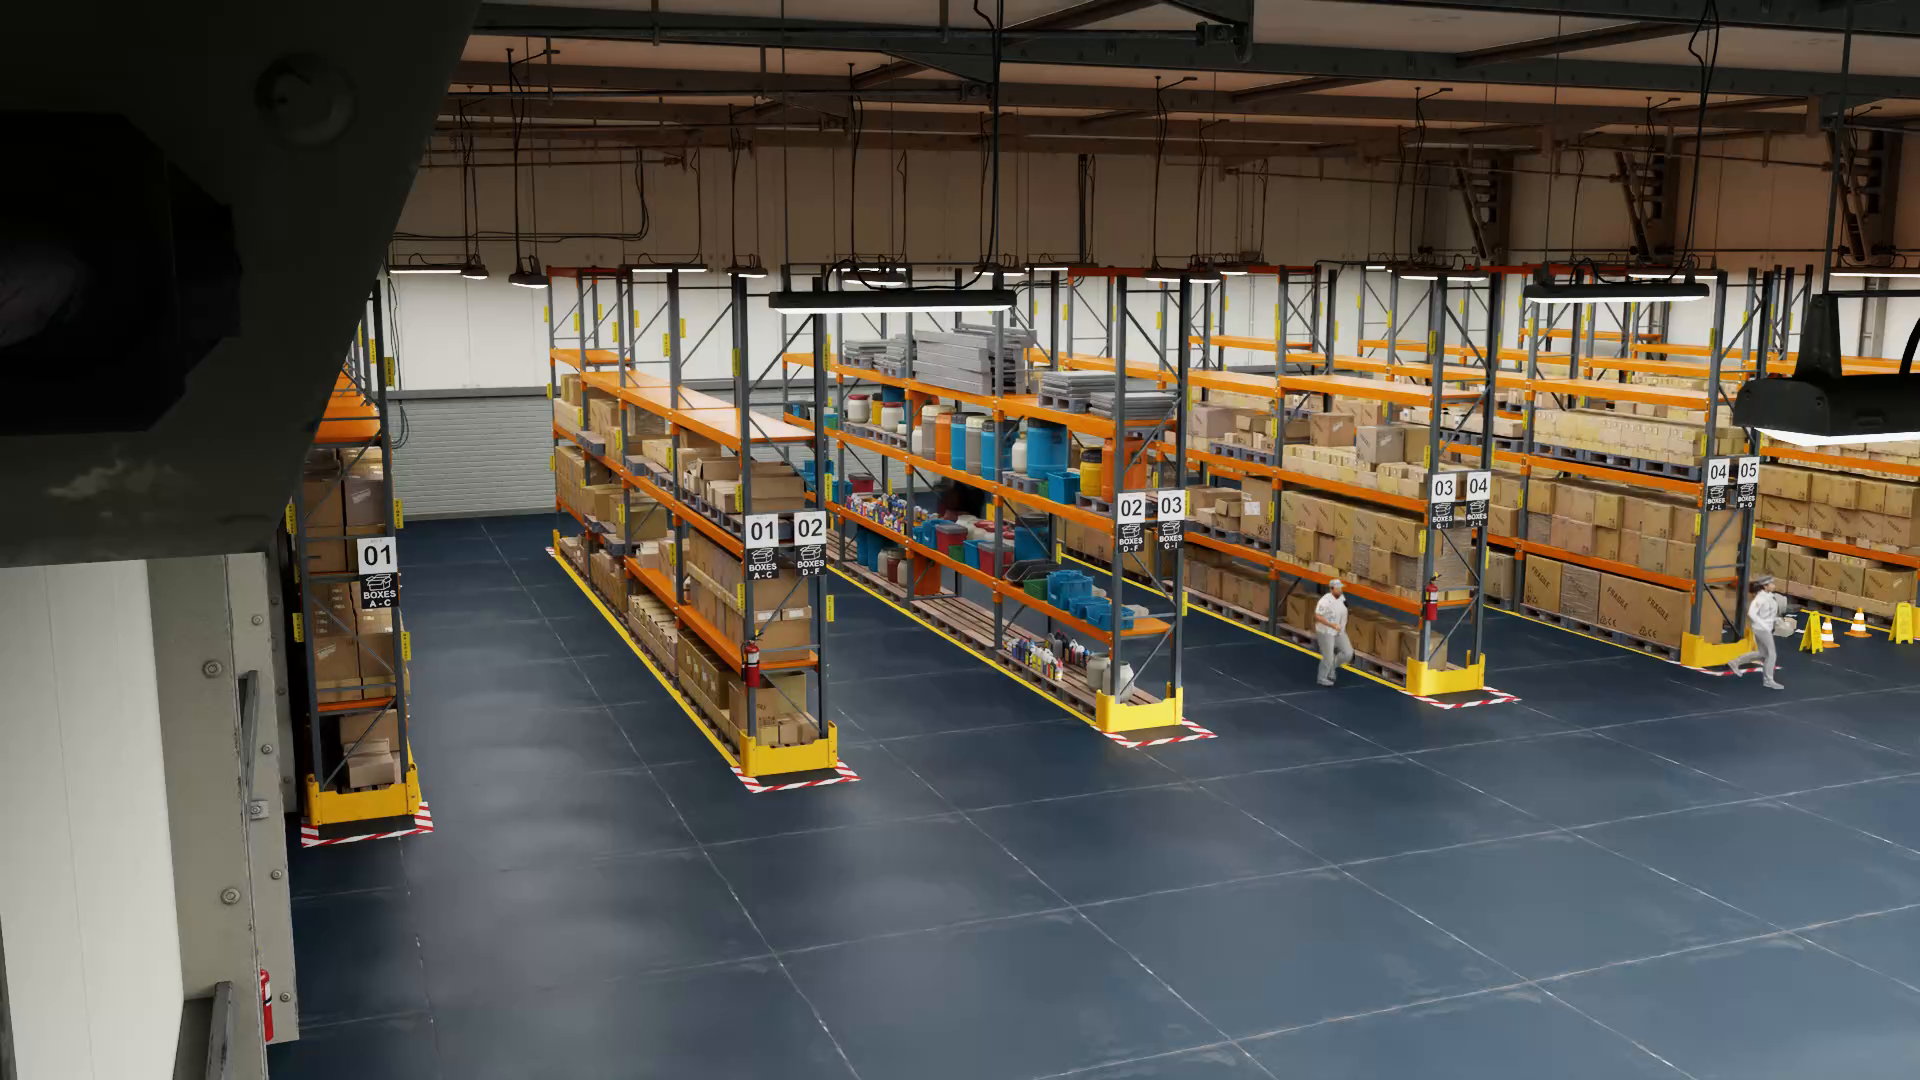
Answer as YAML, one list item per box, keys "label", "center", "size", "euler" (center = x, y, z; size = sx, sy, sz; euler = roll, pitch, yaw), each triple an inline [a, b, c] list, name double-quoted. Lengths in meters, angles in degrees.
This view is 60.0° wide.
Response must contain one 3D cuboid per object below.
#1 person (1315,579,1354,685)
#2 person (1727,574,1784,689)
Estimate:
- label: "person"
  center: [5.452, 1.349, 24.213]
  size: [0.634, 1.606, 0.576]
  euler: [-5, 11, -28]
- label: "person"
  center: [11.645, 1.315, 24.228]
  size: [0.779, 1.680, 0.505]
  euler: [6, 12, 33]
